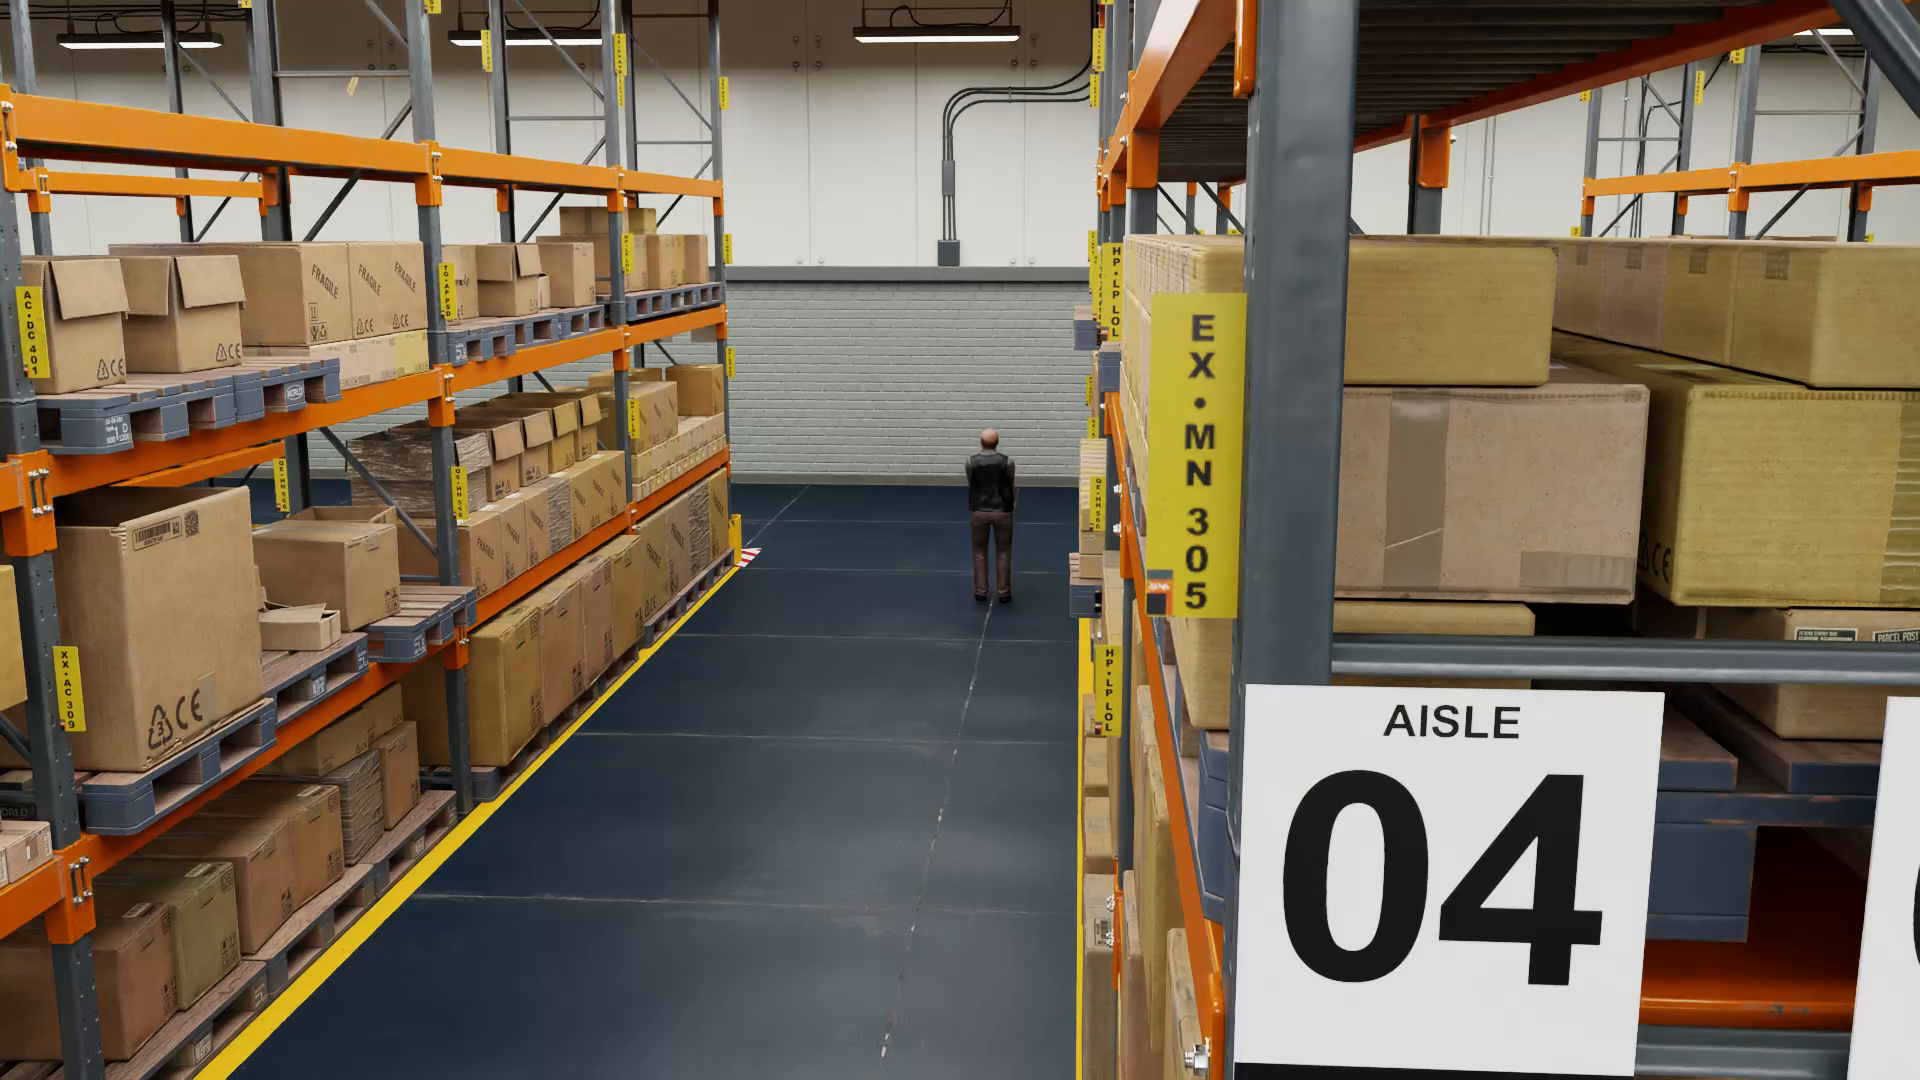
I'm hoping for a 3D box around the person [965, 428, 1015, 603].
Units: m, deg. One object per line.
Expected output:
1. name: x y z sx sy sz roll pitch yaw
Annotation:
1. person: 0.300 -0.264 16.411 0.495 1.718 0.526 1 11 4
